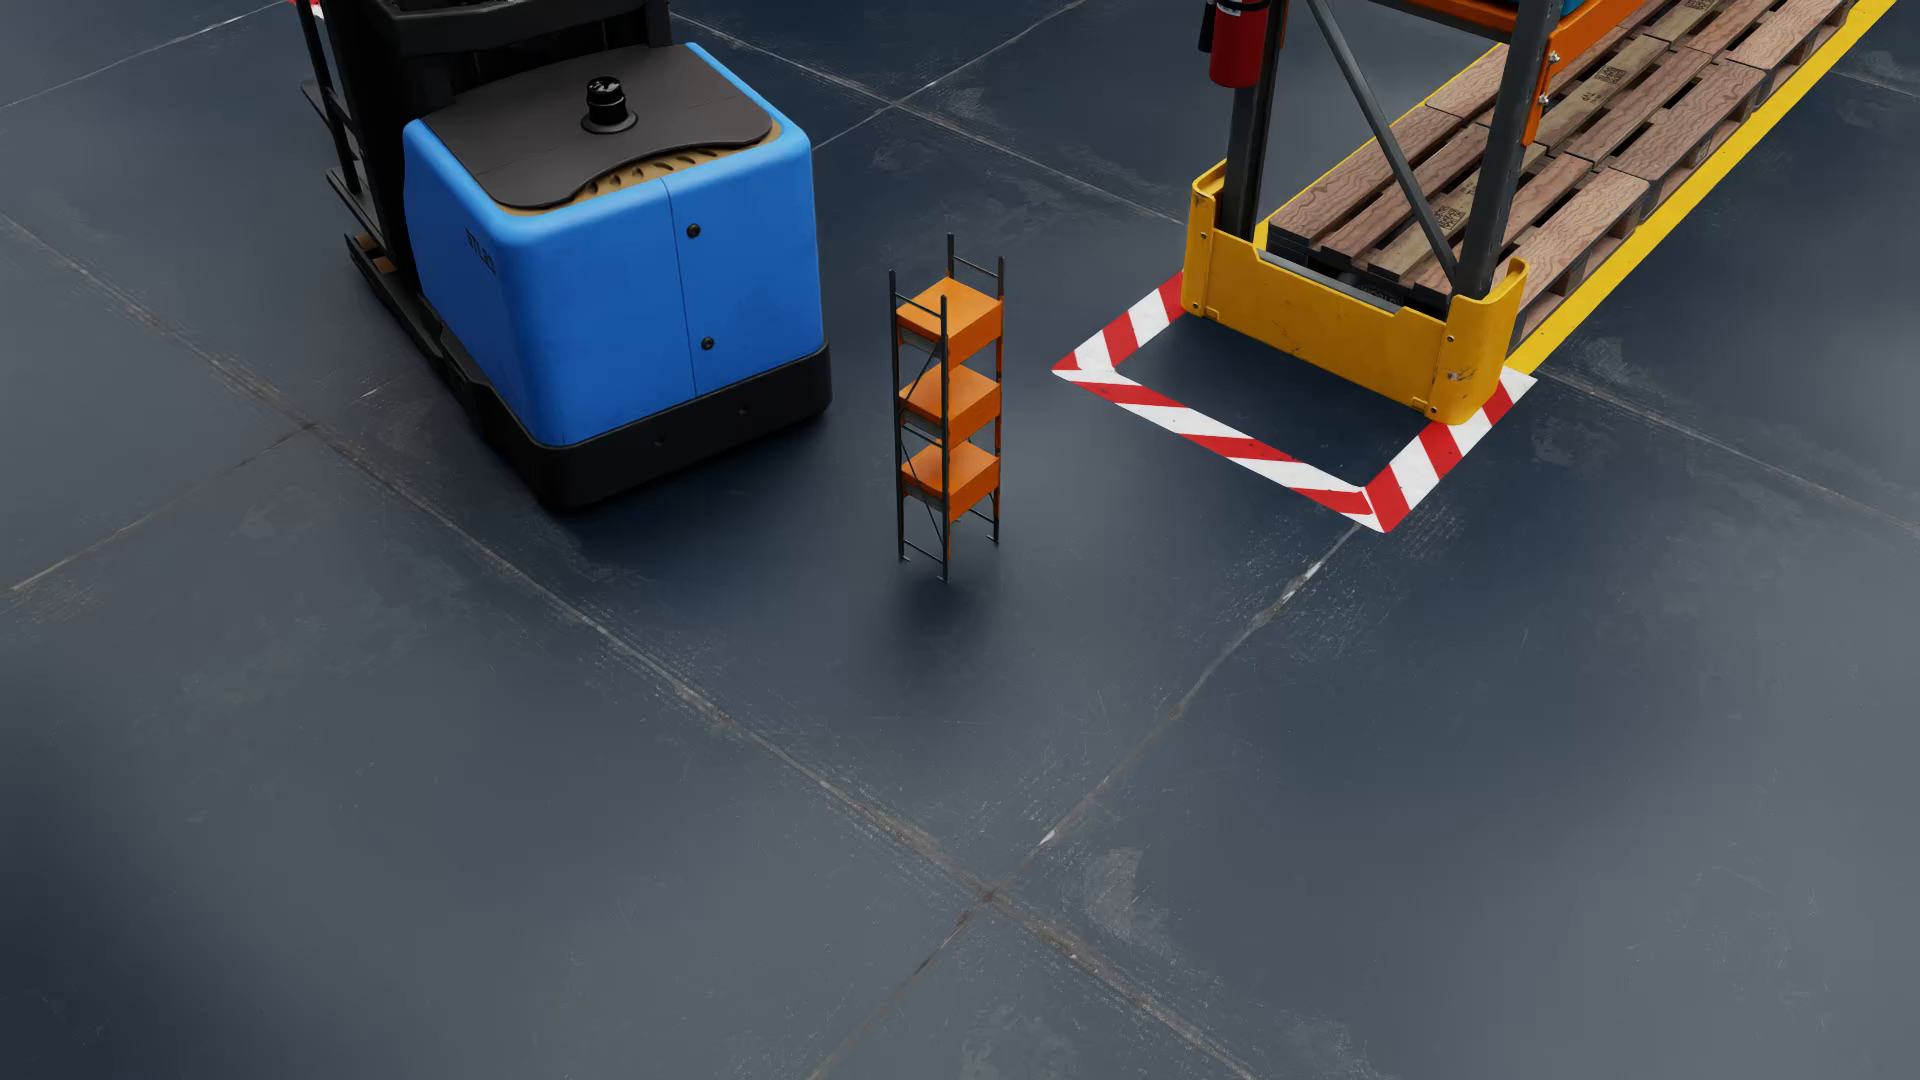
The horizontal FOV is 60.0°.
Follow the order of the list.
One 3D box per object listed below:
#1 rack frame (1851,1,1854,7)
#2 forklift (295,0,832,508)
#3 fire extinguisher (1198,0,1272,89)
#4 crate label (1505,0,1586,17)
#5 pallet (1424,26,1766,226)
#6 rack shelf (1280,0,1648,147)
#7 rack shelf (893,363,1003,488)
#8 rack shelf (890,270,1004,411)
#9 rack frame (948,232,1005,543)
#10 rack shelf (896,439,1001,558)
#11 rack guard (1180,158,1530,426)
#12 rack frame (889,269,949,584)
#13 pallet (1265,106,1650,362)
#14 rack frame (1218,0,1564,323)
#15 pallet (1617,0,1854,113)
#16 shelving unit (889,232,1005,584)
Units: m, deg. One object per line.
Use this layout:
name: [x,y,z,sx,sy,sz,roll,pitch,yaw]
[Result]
rack frame: [3.935,-3.901,7.310,1.000,3.000,0.127,29,50,28]
forklift: [-1.674,-2.146,5.431,1.130,2.935,3.031,-24,48,-24]
fire extinguisher: [0.915,-1.794,5.328,0.296,0.674,0.183,29,50,28]
crate label: [1.771,-1.786,5.064,0.416,0.233,0.303,29,50,28]
pallet: [2.706,-1.843,7.120,1.003,0.211,1.213,29,50,28]
rack shelf: [2.647,-2.605,6.420,1.077,0.370,4.000,29,50,28]
rack shelf: [-0.034,-0.353,4.874,0.215,0.259,0.240,29,50,28]
rack shelf: [-0.034,-0.563,4.683,0.215,0.259,0.240,29,50,28]
rack frame: [0.044,-0.424,4.936,0.200,1.050,0.008,29,50,28]
rack shelf: [-0.034,-0.147,5.061,0.215,0.259,0.240,29,50,28]
rack guard: [1.355,-0.898,5.866,1.175,0.500,0.348,29,50,28]
rack frame: [-0.113,-0.298,4.797,0.200,1.050,0.008,29,50,28]
pallet: [1.921,-1.217,6.432,1.003,0.211,1.213,29,50,28]
rack frame: [1.360,-1.841,5.045,1.000,3.000,0.127,29,50,28]
pallet: [3.491,-2.474,7.814,1.003,0.211,1.213,29,50,28]
shelving unit: [-0.034,-0.361,4.867,0.215,1.050,0.252,29,50,28]
